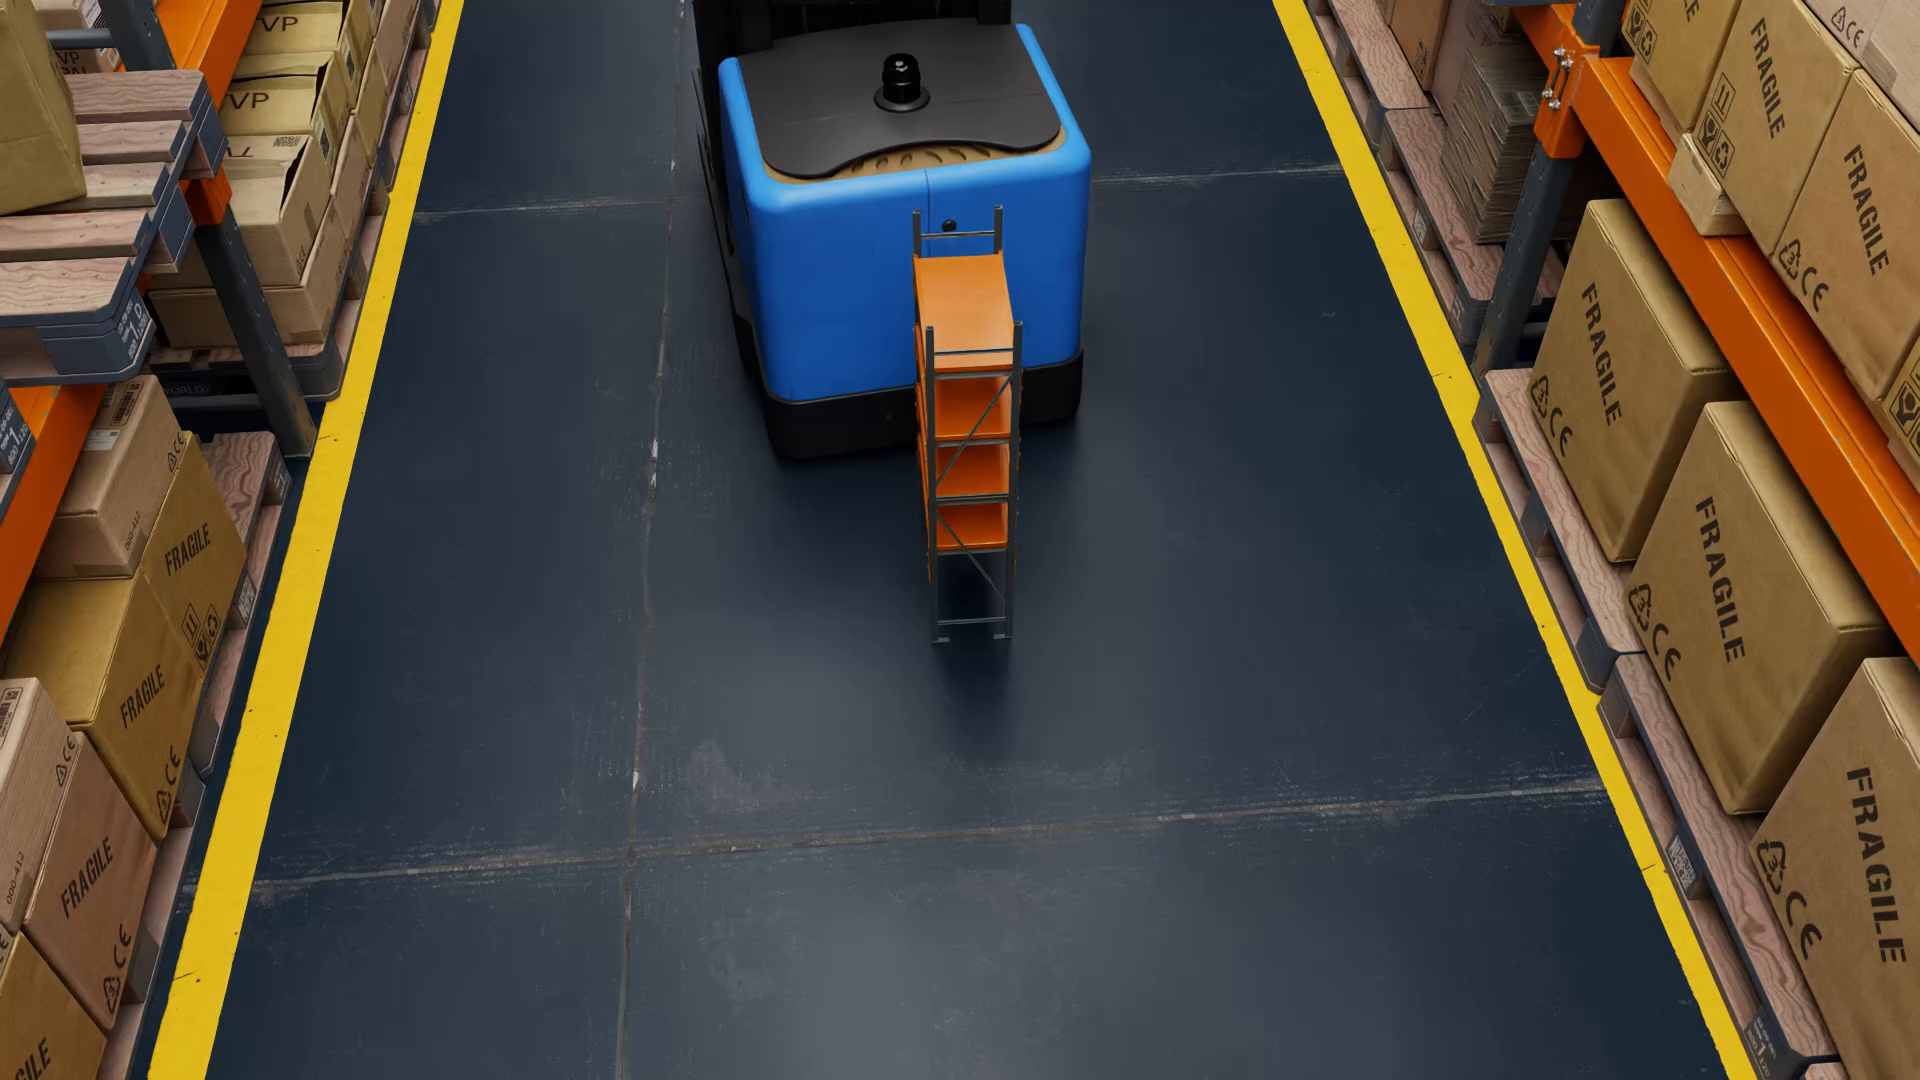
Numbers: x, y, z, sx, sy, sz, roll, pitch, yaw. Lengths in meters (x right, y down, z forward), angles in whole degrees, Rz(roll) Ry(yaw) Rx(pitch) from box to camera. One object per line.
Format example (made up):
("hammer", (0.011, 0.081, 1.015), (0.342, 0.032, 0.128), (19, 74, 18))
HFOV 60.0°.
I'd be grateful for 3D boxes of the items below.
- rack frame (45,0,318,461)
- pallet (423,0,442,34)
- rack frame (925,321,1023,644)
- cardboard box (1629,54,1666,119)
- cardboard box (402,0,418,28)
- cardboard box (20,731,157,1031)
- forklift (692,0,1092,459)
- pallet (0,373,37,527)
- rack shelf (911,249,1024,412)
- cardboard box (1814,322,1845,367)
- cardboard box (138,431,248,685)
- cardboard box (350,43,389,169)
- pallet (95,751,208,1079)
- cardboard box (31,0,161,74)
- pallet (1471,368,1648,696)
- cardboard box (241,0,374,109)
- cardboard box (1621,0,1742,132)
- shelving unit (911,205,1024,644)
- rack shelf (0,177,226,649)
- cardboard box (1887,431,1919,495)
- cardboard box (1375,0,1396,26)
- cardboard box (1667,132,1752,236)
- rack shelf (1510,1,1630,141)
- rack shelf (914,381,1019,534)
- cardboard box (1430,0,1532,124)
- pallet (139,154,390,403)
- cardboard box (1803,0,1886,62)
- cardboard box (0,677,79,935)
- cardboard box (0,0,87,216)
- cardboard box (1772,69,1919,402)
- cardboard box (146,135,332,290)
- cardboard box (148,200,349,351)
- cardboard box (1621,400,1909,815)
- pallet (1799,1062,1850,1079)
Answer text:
("rack frame", (-2.650, -1.313, 4.428), (1.000, 3.000, 0.127), (-3, 47, -3))
("pallet", (-2.885, -2.718, 7.679), (1.003, 0.211, 1.213), (-3, 47, -3))
("rack frame", (0.034, -0.116, 4.534), (0.240, 1.200, 0.015), (-3, 47, -3))
("cardboard box", (2.083, -1.285, 4.561), (0.380, 0.149, 0.250), (-4, 47, -4))
("cardboard box", (-2.578, -2.388, 7.050), (0.500, 0.250, 0.500), (-3, 47, -2))
("cardboard box", (-2.245, 0.811, 3.834), (0.500, 0.500, 0.500), (-5, 47, -5))
("forklift", (-0.418, -2.363, 5.469), (1.130, 2.935, 3.031), (-9, 47, -9))
("pallet", (-2.483, 0.159, 3.165), (1.003, 0.211, 1.213), (-3, 47, -3))
("rack shelf", (0.014, -0.563, 4.416), (0.258, 0.148, 0.480), (-3, 47, -3))
("cardboard box", (2.207, -0.543, 3.858), (0.380, 0.149, 0.250), (-3, 47, -2))
("cardboard box", (-2.338, 0.057, 4.548), (0.500, 0.500, 0.500), (-2, 47, -2))
("cardboard box", (-2.494, -1.648, 6.350), (0.500, 0.250, 0.500), (-5, 47, -4))
("pallet", (-2.526, 1.069, 4.093), (1.003, 0.211, 1.213), (-3, 47, -3))
("cardboard box", (-2.637, -1.548, 4.712), (0.500, 0.311, 0.500), (-1, 47, -1))
("pallet", (2.277, -0.083, 5.183), (1.003, 0.211, 1.213), (-3, 47, -3))
("cardboard box", (-2.494, -1.850, 6.155), (0.500, 0.311, 0.500), (-5, 47, -4))
("cardboard box", (2.071, -1.394, 4.216), (0.500, 0.500, 0.500), (-2, 47, -2))
("shelving unit", (0.014, -0.293, 4.701), (0.258, 1.200, 0.503), (-3, 47, -3))
("rack shelf", (-2.483, 0.381, 3.319), (1.077, 0.370, 4.000), (-3, 47, -3))
("cardboard box", (2.222, -0.176, 3.510), (0.380, 0.149, 0.250), (-3, 47, -3))
("cardboard box", (2.125, -2.529, 6.998), (0.700, 0.500, 0.500), (-3, 47, -3))
("cardboard box", (2.033, -0.905, 4.200), (0.380, 0.149, 0.250), (-2, 47, -2))
("rack shelf", (2.118, -2.817, 6.347), (1.077, 0.370, 4.000), (-3, 47, -3))
("rack shelf", (0.014, -0.247, 4.750), (0.258, 0.148, 0.480), (-3, 47, -3))
("cardboard box", (2.246, -1.806, 6.313), (0.700, 0.500, 0.500), (-4, 47, -3))
("pallet", (-2.680, -0.952, 6.007), (1.003, 0.211, 1.213), (-3, 47, -3))
("cardboard box", (2.113, -1.286, 3.598), (0.500, 0.250, 0.500), (-4, 47, -4))
("cardboard box", (-2.239, 0.580, 3.537), (0.500, 0.250, 0.500), (-4, 47, -4))
("cardboard box", (-2.485, -1.043, 3.814), (0.700, 0.500, 0.500), (-18, 49, -16))
("cardboard box", (2.146, -0.655, 3.517), (0.500, 0.500, 0.500), (-4, 47, -3))
("cardboard box", (-2.401, -1.102, 5.446), (0.500, 0.311, 0.500), (-2, 47, -2))
("cardboard box", (-2.401, -0.909, 5.649), (0.500, 0.250, 0.500), (-4, 47, -3))
("cardboard box", (2.284, 0.152, 4.232), (0.750, 0.750, 0.750), (-4, 47, -3))
("pallet", (2.481, 1.682, 3.511), (1.003, 0.211, 1.213), (-3, 47, -3))
